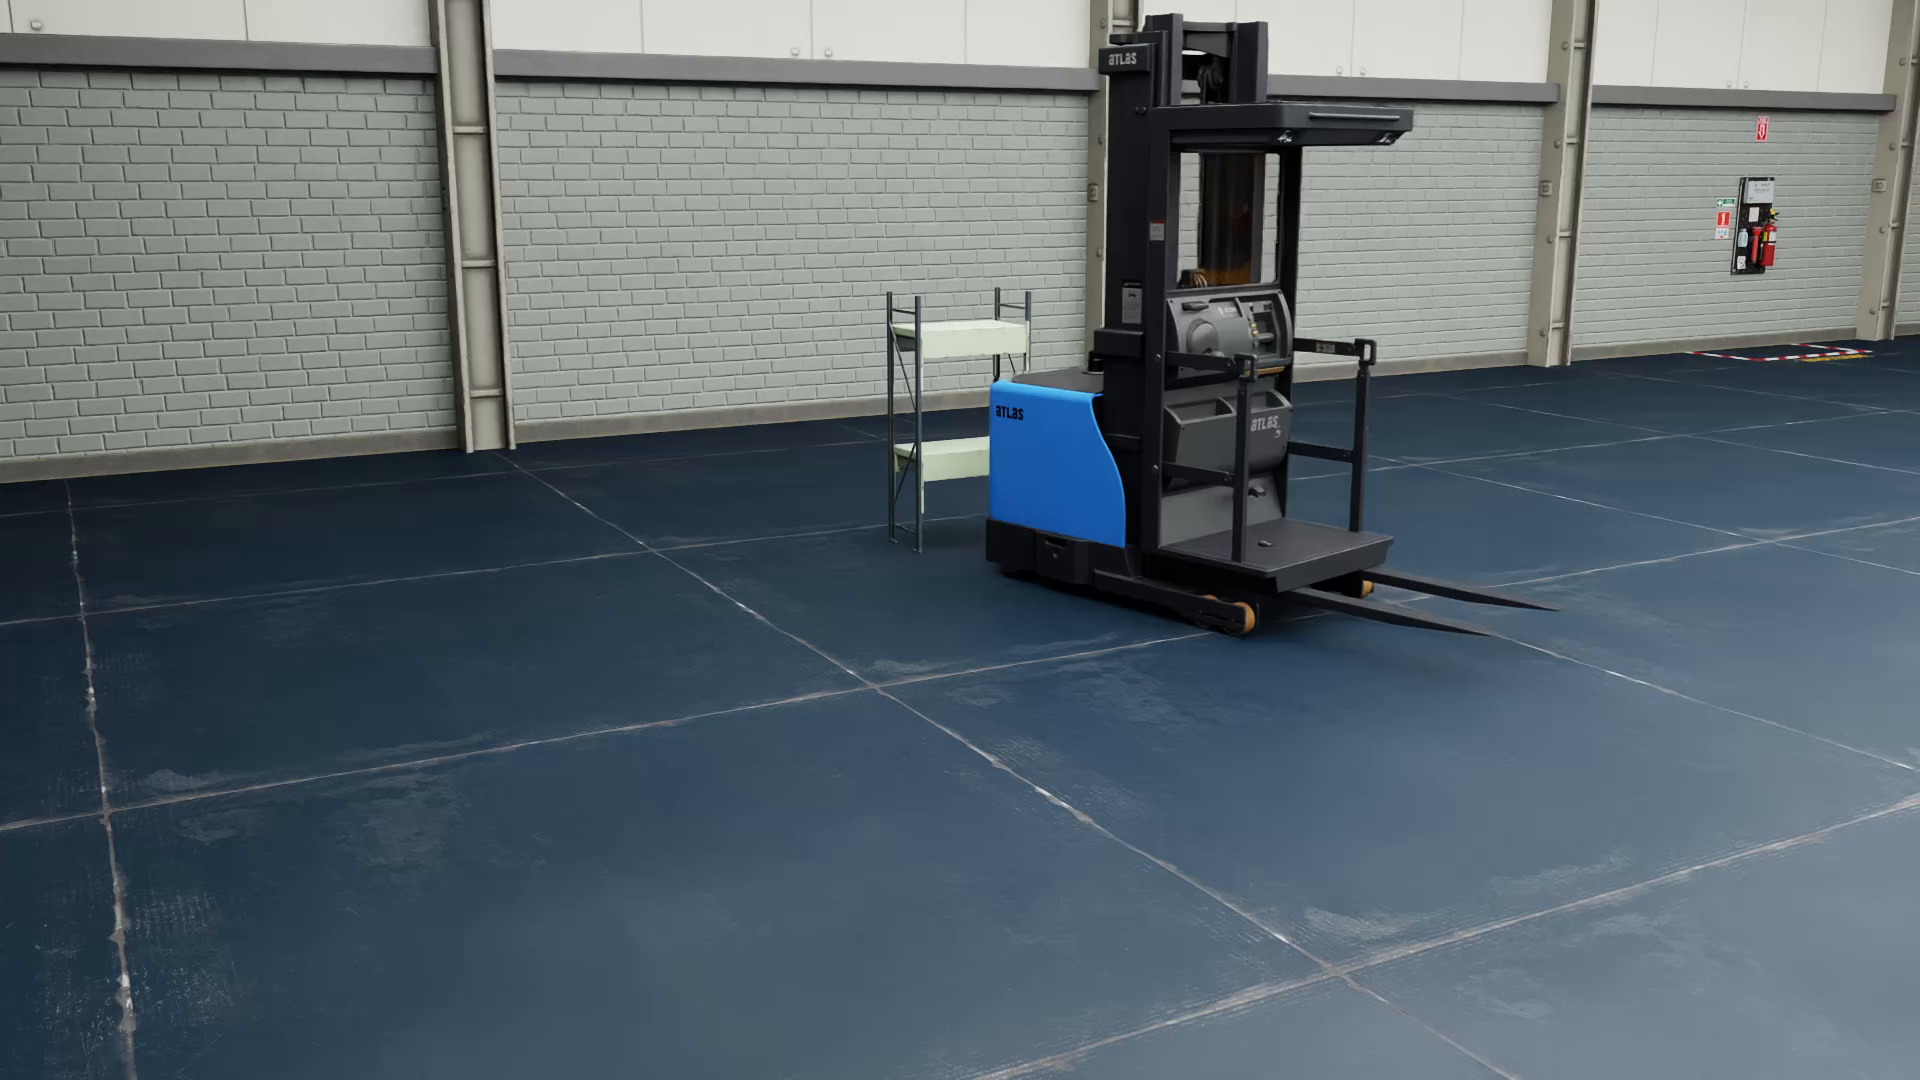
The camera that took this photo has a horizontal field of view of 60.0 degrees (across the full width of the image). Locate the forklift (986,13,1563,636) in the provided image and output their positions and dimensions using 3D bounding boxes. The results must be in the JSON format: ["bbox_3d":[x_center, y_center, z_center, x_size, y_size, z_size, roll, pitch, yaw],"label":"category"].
[{"bbox_3d":[1.519,-1.091,8.283,1.130,2.935,3.031,-12,17,-42],"label":"forklift"}]

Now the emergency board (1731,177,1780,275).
[{"bbox_3d":[9.799,-3.846,20.369,0.643,1.169,0.194,-7,14,-28],"label":"emergency board"}]

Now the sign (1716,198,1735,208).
[{"bbox_3d":[9.272,-4.083,20.131,0.331,0.109,0.001,-7,14,-28],"label":"sign"}]

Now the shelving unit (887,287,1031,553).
[{"bbox_3d":[-0.006,-0.731,9.941,0.755,1.500,0.431,-7,14,-28],"label":"shelving unit"}]

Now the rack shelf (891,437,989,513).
[{"bbox_3d":[-0.006,-0.413,10.013,0.720,0.370,0.431,-7,14,-28],"label":"rack shelf"}]

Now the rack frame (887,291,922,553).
[{"bbox_3d":[-0.327,-0.692,9.770,0.023,1.500,0.400,-7,14,-28],"label":"rack frame"}]

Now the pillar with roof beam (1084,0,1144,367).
[{"bbox_3d":[3.516,-4.934,11.537,0.400,9.000,9.100,-7,14,-28],"label":"pillar with roof beam"}]

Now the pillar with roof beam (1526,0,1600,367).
[{"bbox_3d":[8.783,-5.565,14.341,0.400,9.000,9.100,-7,14,-28],"label":"pillar with roof beam"}]

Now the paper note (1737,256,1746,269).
[{"bbox_3d":[9.610,-3.411,20.442,0.142,0.148,0.016,-7,14,-28],"label":"paper note"}]

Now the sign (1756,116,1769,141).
[{"bbox_3d":[9.744,-4.996,20.196,0.199,0.298,0.001,-7,14,-28],"label":"sign"}]

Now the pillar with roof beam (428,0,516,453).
[{"bbox_3d":[-1.750,-4.303,8.732,0.400,9.000,9.100,-7,14,-28],"label":"pillar with roof beam"}]

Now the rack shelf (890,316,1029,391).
[{"bbox_3d":[-0.006,-1.112,9.856,0.720,0.370,0.431,-7,14,-28],"label":"rack shelf"}]

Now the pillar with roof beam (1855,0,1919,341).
[{"bbox_3d":[14.049,-6.196,17.146,0.400,9.000,9.100,-7,14,-28],"label":"pillar with roof beam"}]

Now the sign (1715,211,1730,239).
[{"bbox_3d":[9.264,-3.826,20.194,0.234,0.329,0.001,-7,14,-28],"label":"sign"}]

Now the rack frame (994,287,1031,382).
[{"bbox_3d":[0.315,-0.769,10.112,0.023,1.500,0.400,-7,14,-28],"label":"rack frame"}]
